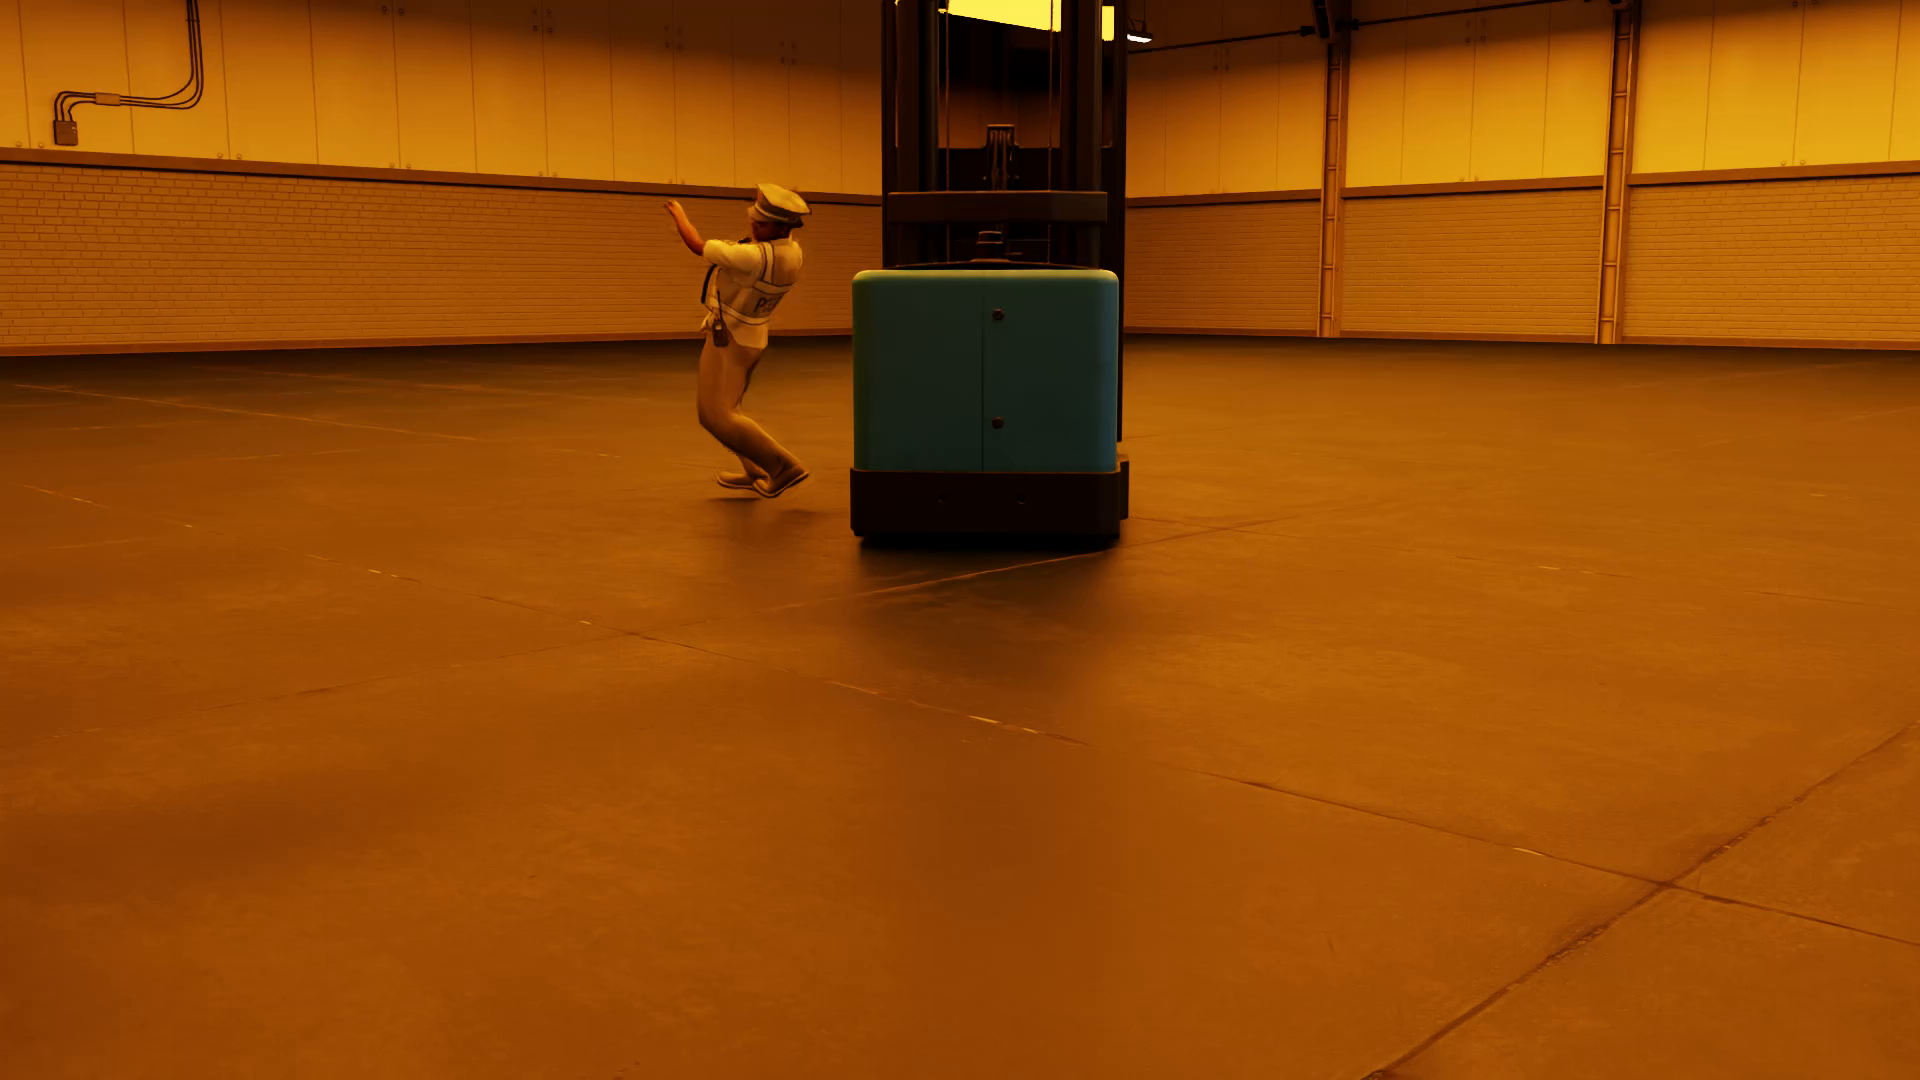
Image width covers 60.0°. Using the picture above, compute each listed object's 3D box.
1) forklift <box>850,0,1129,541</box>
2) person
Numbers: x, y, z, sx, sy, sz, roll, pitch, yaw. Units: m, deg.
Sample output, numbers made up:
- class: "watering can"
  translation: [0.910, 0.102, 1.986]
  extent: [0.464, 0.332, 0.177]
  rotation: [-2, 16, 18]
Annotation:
- class: "forklift"
  translation: [0.217, -1.625, 7.668]
  extent: [1.130, 2.935, 3.031]
  rotation: [1, 9, 5]
- class: "person"
  translation: [-1.018, -0.943, 7.922]
  extent: [0.749, 1.450, 0.967]
  rotation: [1, 9, 5]
